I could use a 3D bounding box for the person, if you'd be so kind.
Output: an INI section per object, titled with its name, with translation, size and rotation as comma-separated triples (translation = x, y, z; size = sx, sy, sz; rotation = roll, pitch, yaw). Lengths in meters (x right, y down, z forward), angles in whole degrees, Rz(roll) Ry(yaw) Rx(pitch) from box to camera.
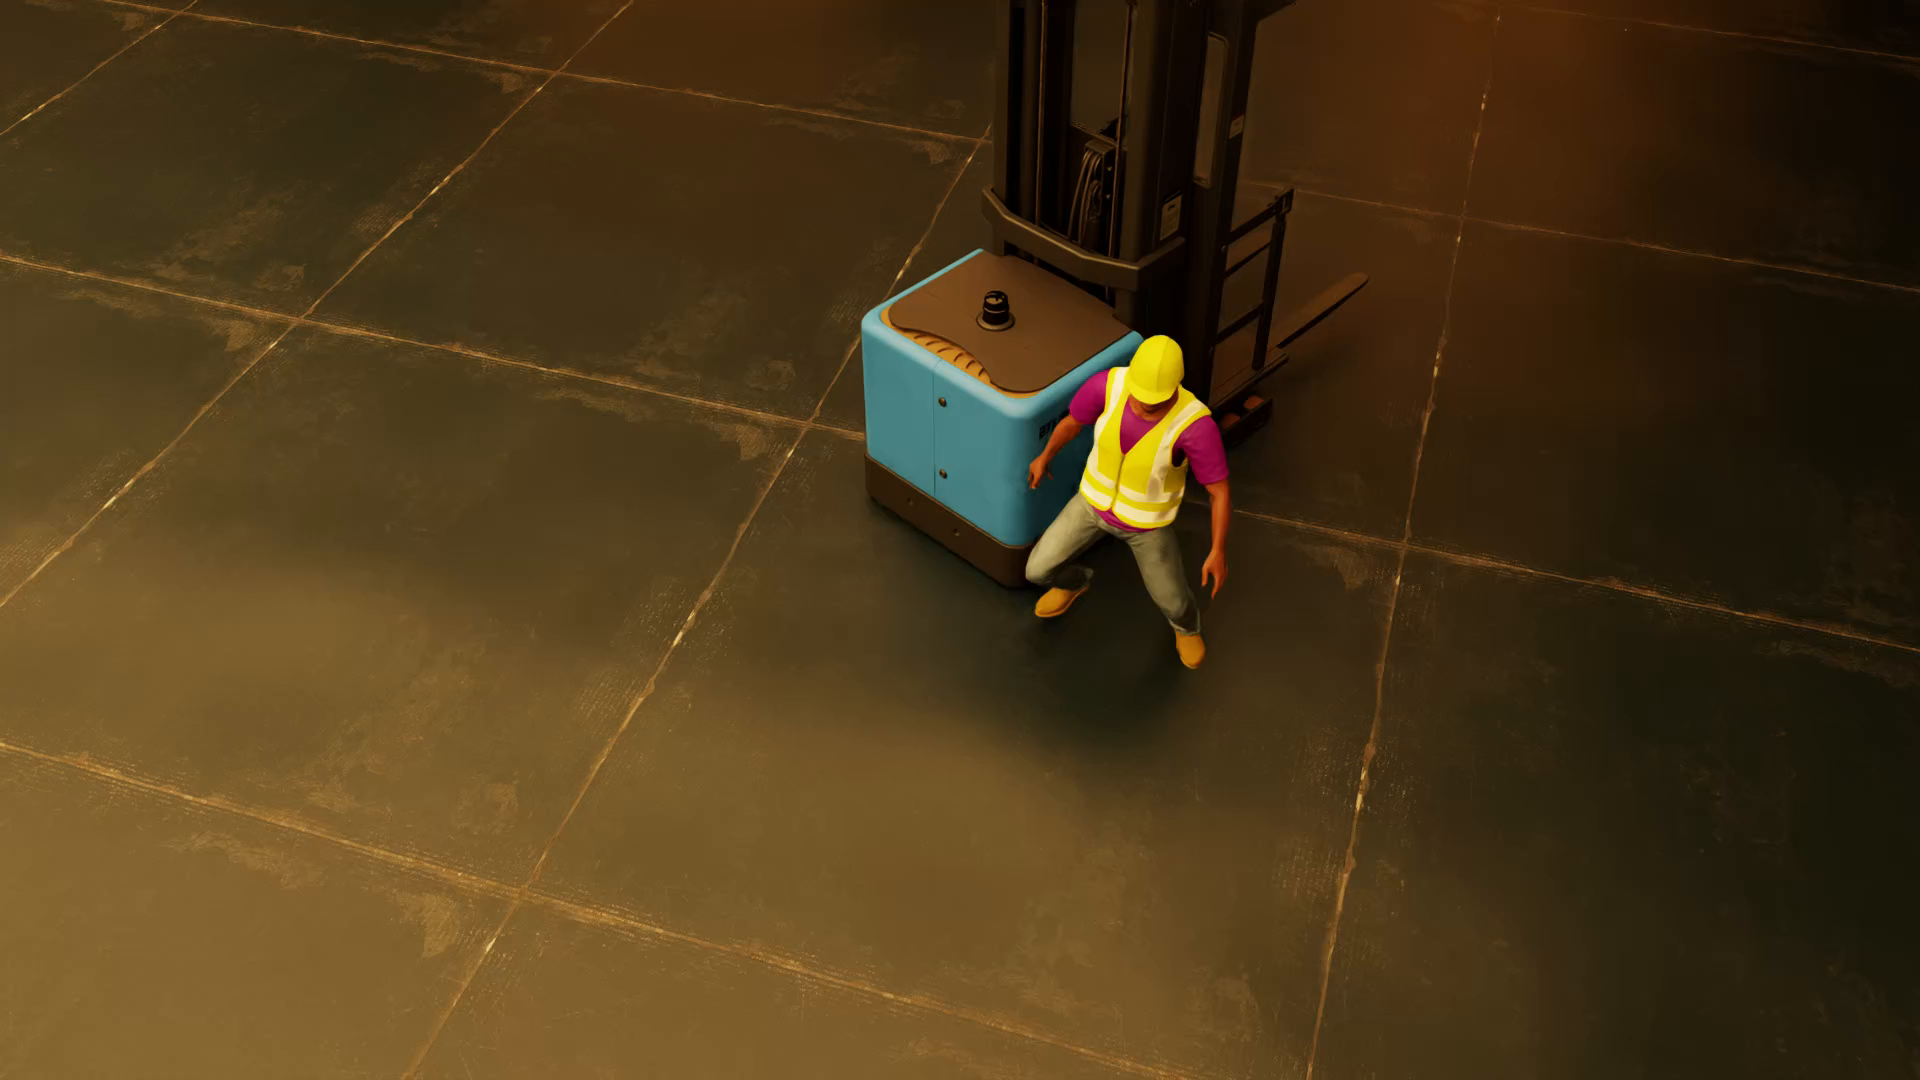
[person]
translation = 0.695, -0.146, 6.802
size = 0.987, 1.660, 0.601
rotation = 25, 48, 24

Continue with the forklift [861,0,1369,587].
[forklift]
translation = 0.935, -1.766, 7.587
size = 1.130, 2.935, 3.031
rotation = 34, 52, 31
